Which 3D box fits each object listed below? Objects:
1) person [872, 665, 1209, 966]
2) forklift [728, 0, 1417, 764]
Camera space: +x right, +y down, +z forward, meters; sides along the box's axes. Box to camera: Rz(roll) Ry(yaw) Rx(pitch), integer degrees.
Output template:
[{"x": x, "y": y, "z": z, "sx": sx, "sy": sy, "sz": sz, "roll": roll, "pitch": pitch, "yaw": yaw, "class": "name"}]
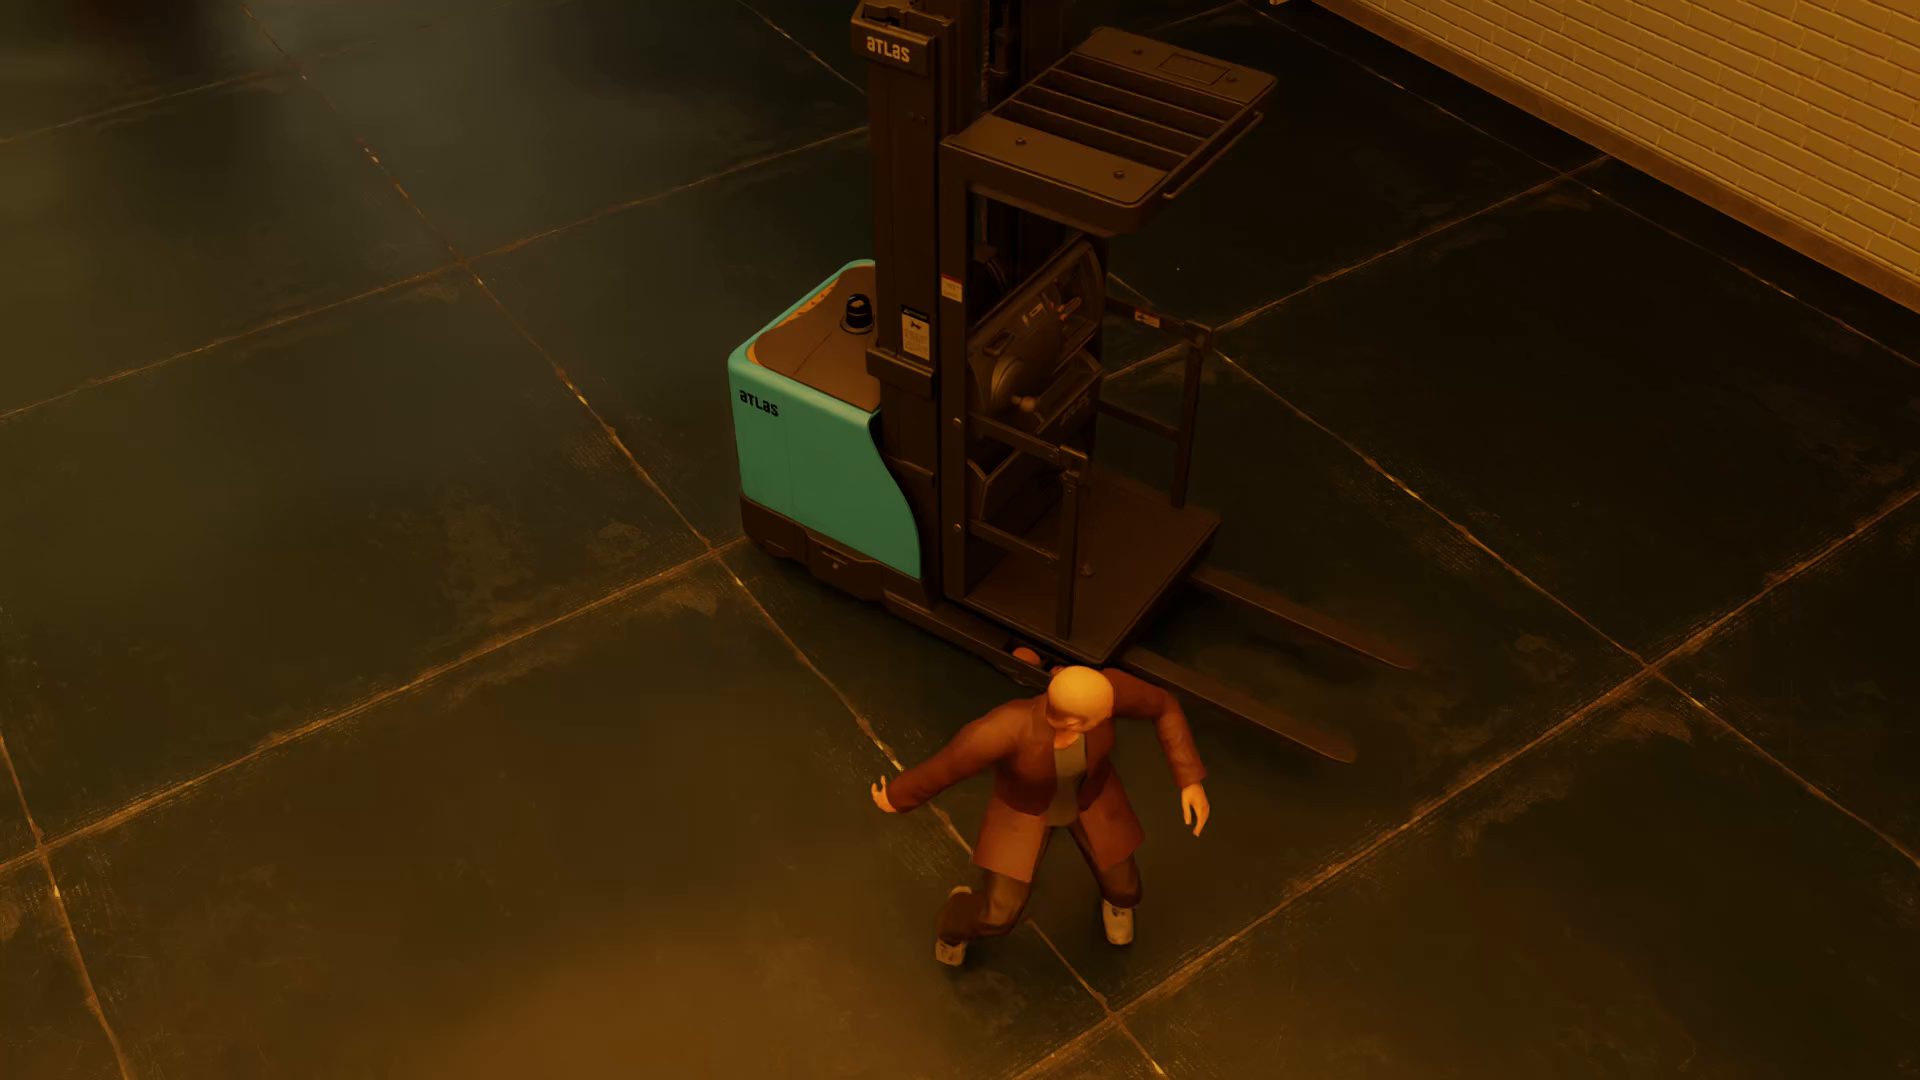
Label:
[{"x": 0.275, "y": 0.969, "z": 5.715, "sx": 1.078, "sy": 1.701, "sz": 0.571, "roll": -10, "pitch": 44, "yaw": -11, "class": "person"}, {"x": 0.486, "y": -0.790, "z": 6.573, "sx": 3.031, "sy": 2.935, "sz": 1.130, "roll": 25, "pitch": 48, "yaw": 24, "class": "forklift"}]
